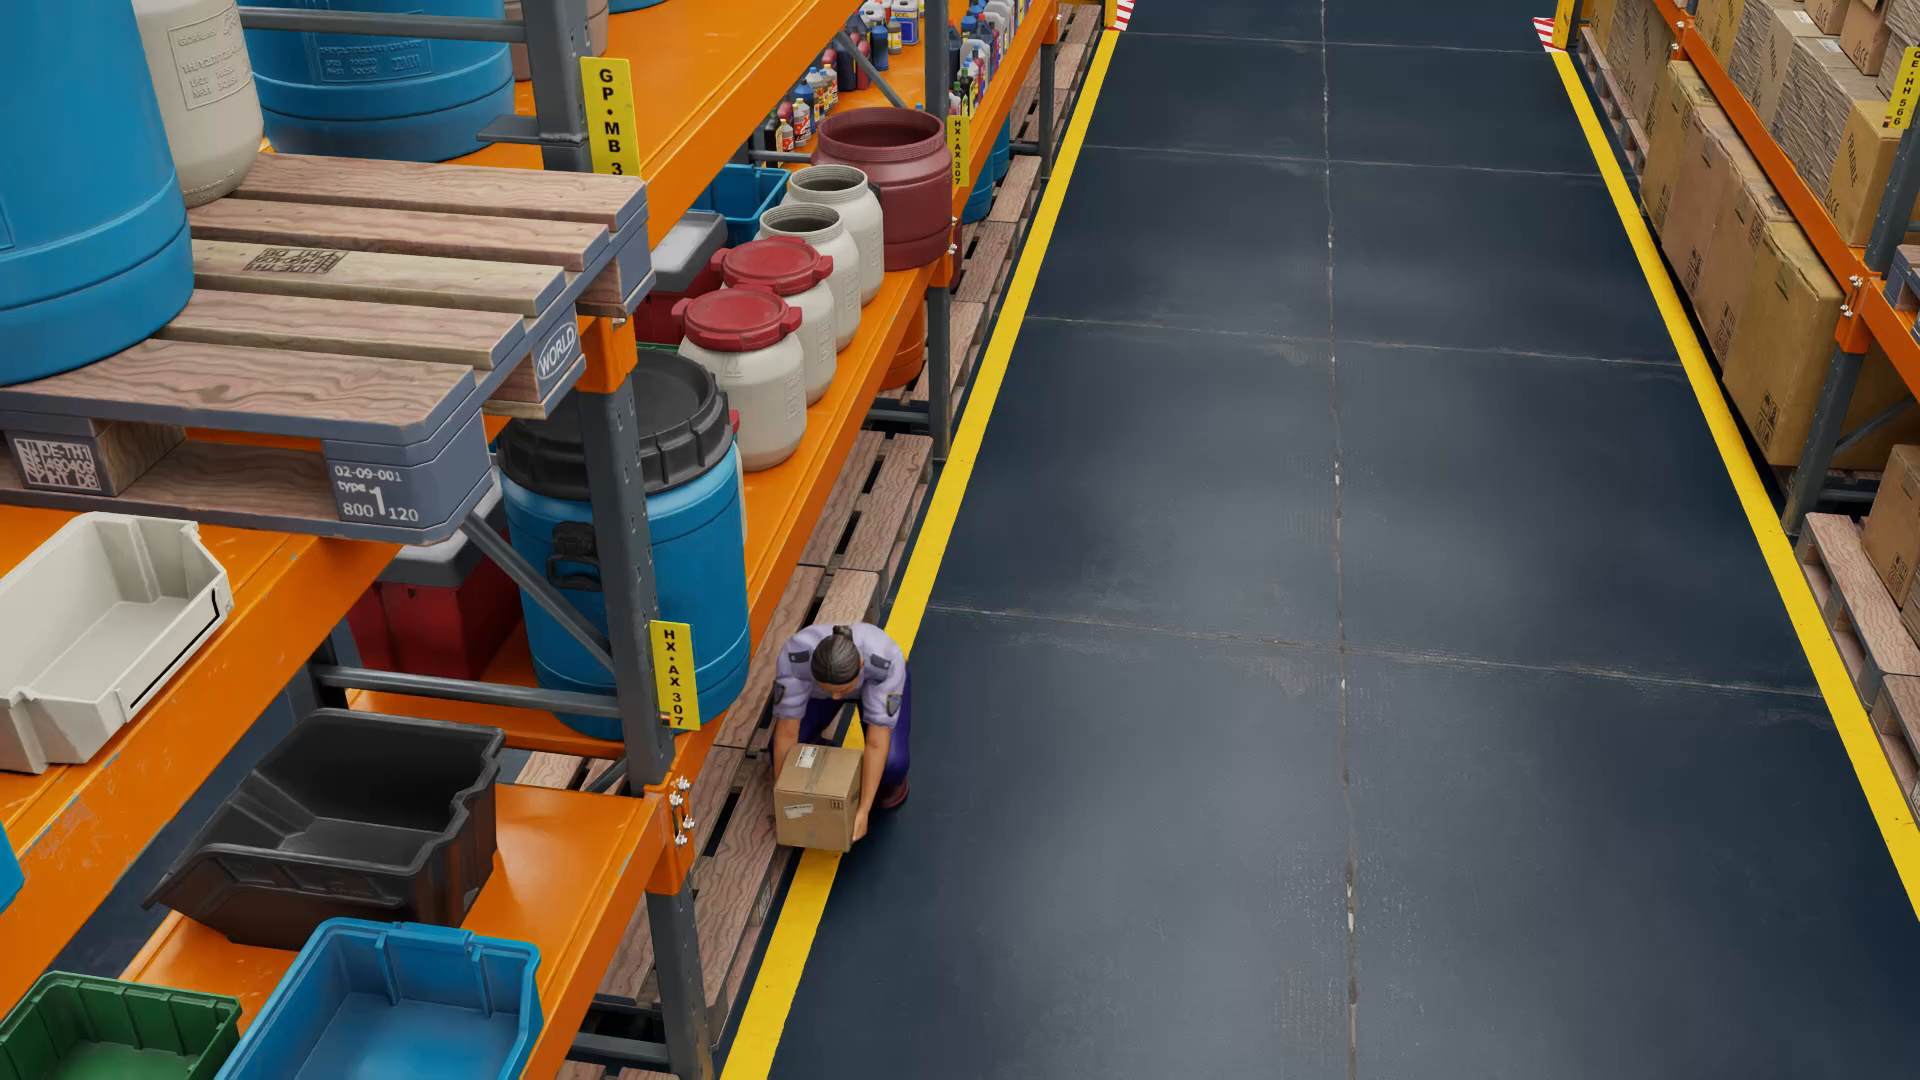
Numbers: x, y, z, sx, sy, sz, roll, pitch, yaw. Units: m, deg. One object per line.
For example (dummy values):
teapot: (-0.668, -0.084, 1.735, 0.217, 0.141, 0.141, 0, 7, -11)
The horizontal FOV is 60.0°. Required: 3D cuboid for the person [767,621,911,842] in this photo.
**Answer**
person: (-0.415, 0.591, 5.899, 0.508, 0.942, 0.843, 5, 33, 8)
